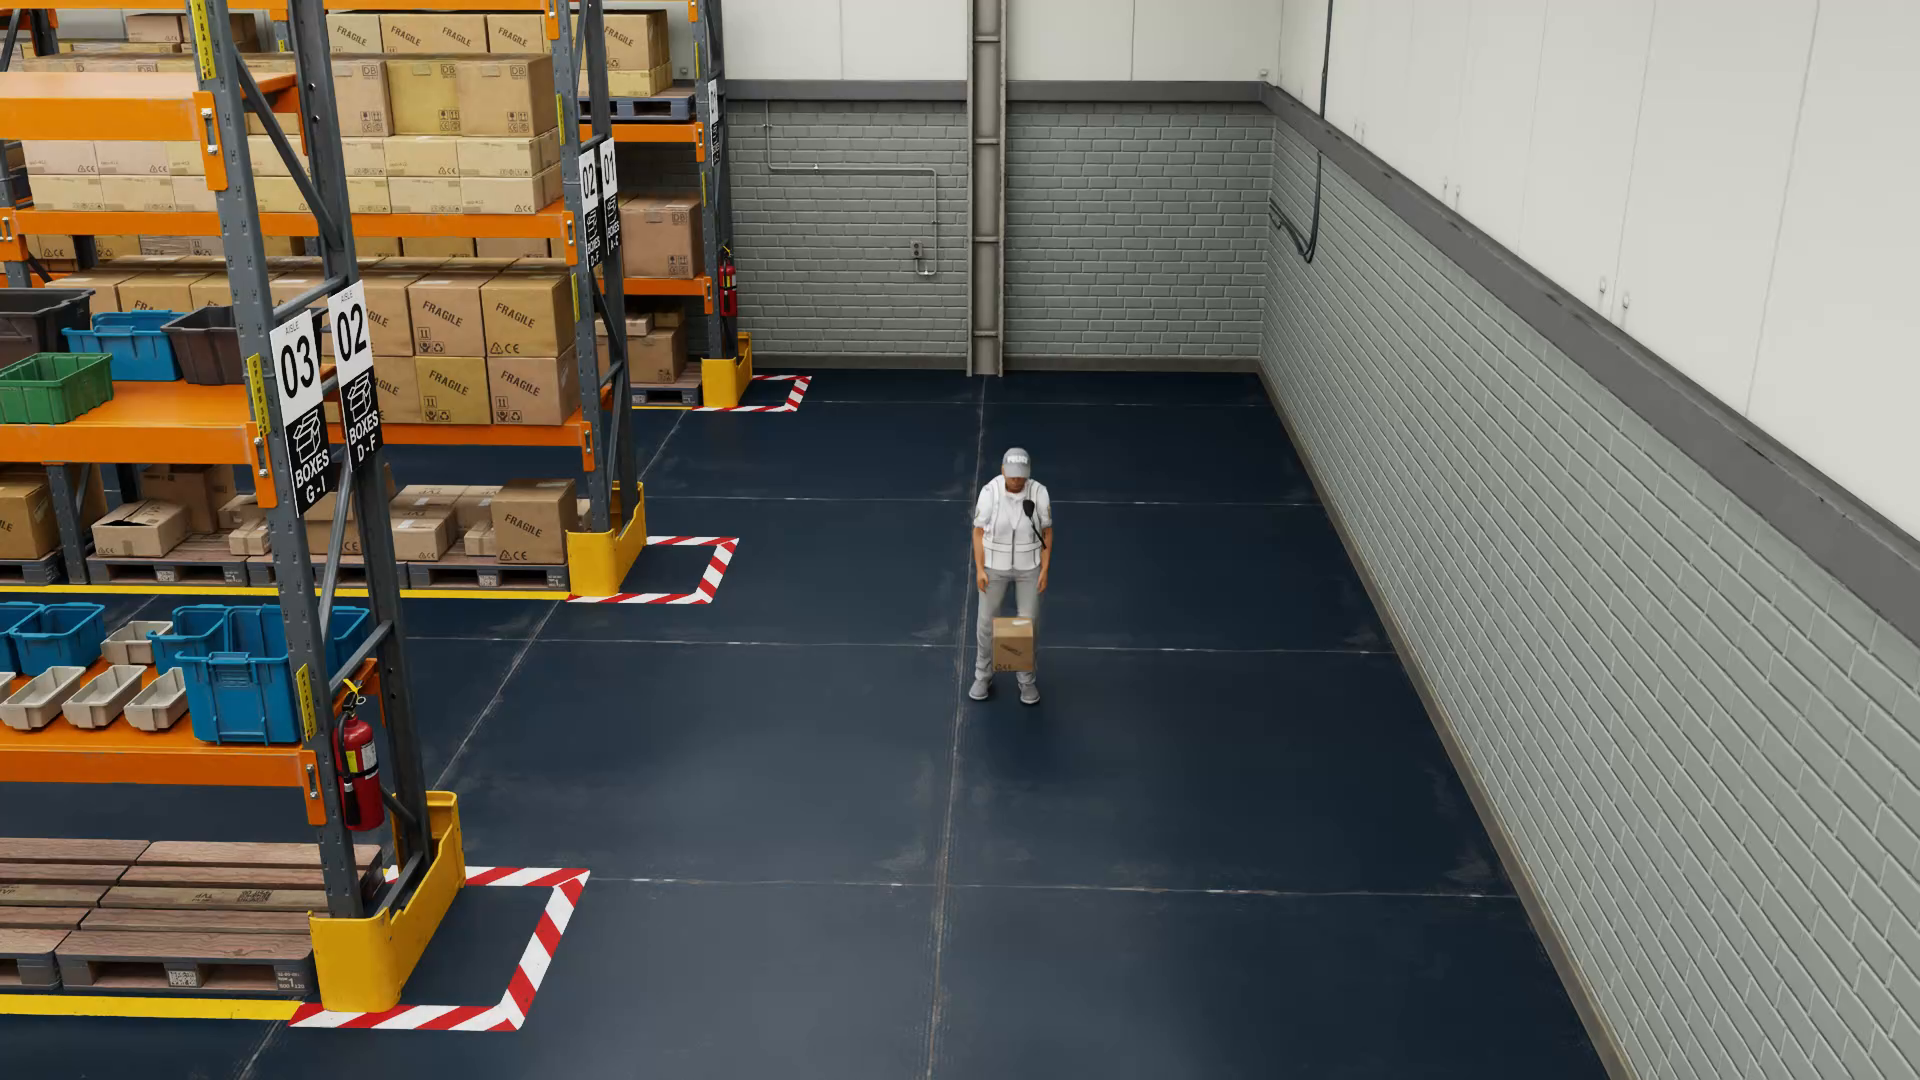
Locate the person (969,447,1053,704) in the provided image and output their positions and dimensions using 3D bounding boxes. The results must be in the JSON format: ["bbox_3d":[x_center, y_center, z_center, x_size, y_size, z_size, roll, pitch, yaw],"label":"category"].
[{"bbox_3d":[0.324,0.199,10.545,0.528,1.669,0.452,0,21,0],"label":"person"}]
